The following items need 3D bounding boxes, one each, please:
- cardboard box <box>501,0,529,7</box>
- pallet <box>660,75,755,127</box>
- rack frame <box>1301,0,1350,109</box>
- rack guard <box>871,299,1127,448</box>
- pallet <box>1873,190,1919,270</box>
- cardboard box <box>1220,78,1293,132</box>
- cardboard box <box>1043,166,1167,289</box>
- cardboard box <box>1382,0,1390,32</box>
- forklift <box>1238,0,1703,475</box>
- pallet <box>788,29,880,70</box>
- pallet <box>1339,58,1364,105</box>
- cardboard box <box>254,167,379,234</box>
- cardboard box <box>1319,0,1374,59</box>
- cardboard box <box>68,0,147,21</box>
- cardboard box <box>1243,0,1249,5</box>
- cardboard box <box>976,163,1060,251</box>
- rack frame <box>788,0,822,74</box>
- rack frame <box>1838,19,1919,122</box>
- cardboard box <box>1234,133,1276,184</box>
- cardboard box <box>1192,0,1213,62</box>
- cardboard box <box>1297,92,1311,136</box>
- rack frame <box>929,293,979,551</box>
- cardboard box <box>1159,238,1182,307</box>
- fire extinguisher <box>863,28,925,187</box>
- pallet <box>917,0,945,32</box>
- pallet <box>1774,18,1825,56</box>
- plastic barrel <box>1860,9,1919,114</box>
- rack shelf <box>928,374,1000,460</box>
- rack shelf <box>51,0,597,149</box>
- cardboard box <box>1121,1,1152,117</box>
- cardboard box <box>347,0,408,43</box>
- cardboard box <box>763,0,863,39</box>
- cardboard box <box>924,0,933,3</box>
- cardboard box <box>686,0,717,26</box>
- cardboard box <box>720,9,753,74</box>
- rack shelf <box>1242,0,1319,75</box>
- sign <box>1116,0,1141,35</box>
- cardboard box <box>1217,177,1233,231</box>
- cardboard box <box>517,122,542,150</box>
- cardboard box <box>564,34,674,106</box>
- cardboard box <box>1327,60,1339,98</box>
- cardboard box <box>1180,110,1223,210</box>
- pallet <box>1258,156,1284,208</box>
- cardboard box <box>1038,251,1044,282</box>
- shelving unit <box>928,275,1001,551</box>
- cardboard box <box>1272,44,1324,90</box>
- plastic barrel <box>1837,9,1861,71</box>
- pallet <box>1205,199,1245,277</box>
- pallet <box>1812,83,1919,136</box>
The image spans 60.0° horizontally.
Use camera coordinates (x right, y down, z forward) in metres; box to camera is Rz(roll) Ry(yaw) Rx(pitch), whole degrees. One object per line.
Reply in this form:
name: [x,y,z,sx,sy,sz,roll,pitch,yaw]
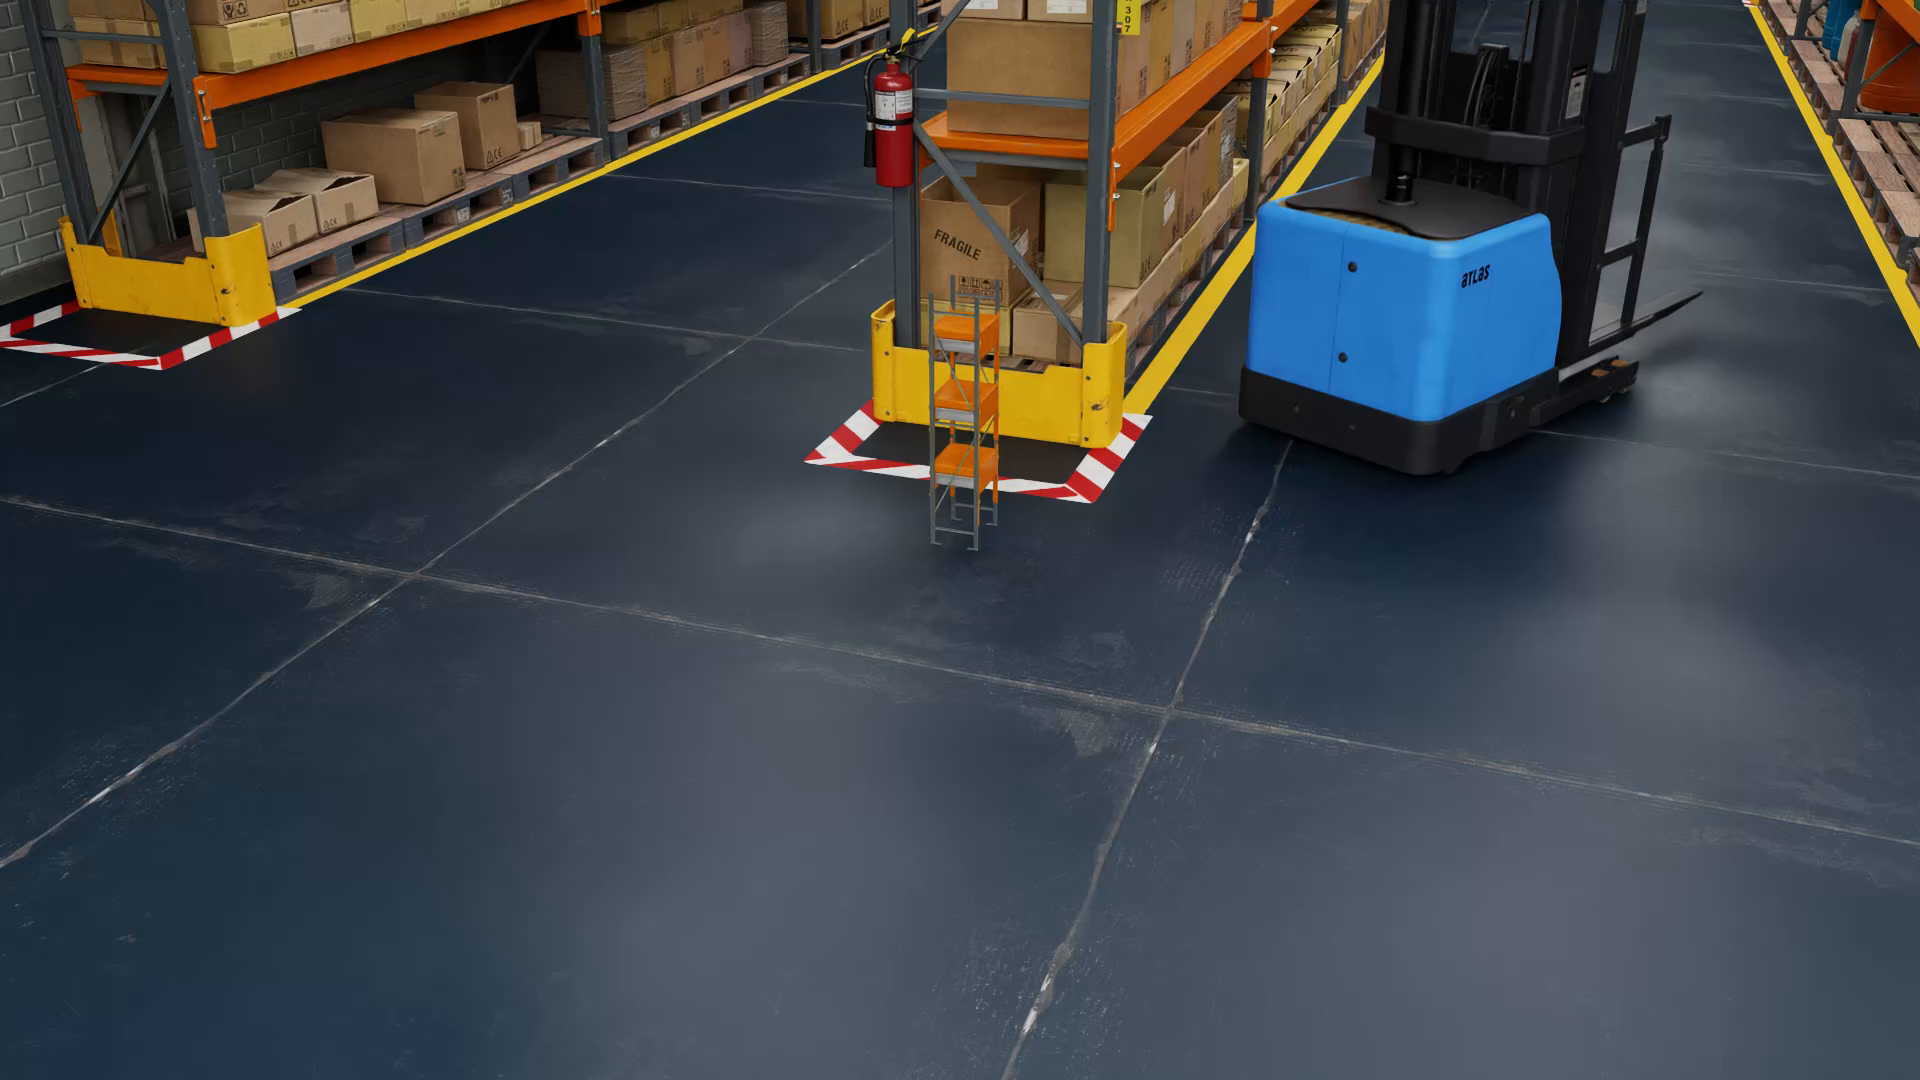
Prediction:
cardboard box: [-3.204,-3.786,11.277,0.500,0.250,0.500,9,27,18]
pallet: [-2.496,-3.855,14.470,1.003,0.211,1.213,9,27,17]
rack frame: [2.845,-5.214,14.076,1.000,3.000,0.127,9,27,17]
rack guard: [0.175,-0.791,7.811,1.175,0.500,0.348,9,27,17]
pallet: [6.409,-1.923,10.480,1.003,0.211,1.213,9,27,17]
cardboard box: [2.058,-3.113,11.766,0.500,0.311,0.500,8,27,17]
cardboard box: [0.736,-1.609,8.444,0.500,0.500,0.500,9,27,17]
cardboard box: [4.110,-5.484,16.999,0.500,0.500,0.500,9,27,18]
forklift: [2.721,-2.134,7.794,3.031,2.935,1.130,-22,34,-38]
pallet: [-1.494,-4.989,16.811,1.003,0.211,1.213,9,27,17]
pallet: [3.129,-4.260,15.306,1.003,0.211,1.213,9,27,17]
cardboard box: [-3.985,-2.136,10.301,0.500,0.311,0.500,11,28,22]
cardboard box: [3.607,-4.854,15.696,0.500,0.500,0.500,8,27,17]
cardboard box: [-4.533,-3.147,9.096,0.500,0.500,0.500,8,27,17]
cardboard box: [1.637,-3.711,11.145,0.500,0.250,0.500,11,28,21]
cardboard box: [0.400,-1.892,9.028,0.500,0.500,0.500,9,27,17]
rack frame: [-1.827,-5.931,15.557,1.000,3.000,0.127,9,27,17]
rack frame: [7.515,-4.494,12.590,1.000,3.000,0.127,9,27,17]
cardboard box: [1.882,-2.651,11.457,0.500,0.250,0.500,8,27,16]
cardboard box: [1.032,-3.008,9.407,0.700,0.500,0.500,9,27,18]
cardboard box: [2.393,-3.283,12.763,0.500,0.250,0.500,9,27,18]
rack frame: [-0.023,-0.444,6.463,0.200,1.050,0.008,9,27,17]
cardboard box: [0.901,-1.477,9.032,0.500,0.250,0.500,9,27,17]
fire extinguisher: [-0.294,-1.910,7.342,0.296,0.674,0.183,9,27,17]
pallet: [-0.682,-5.991,18.882,1.003,0.211,1.213,9,27,17]
pallet: [9.054,-5.191,17.228,1.003,0.211,1.213,9,27,17]
plastic barrel: [7.662,-3.910,13.391,0.600,0.830,0.708,9,27,17]
rack shelf: [0.018,-0.485,6.571,0.215,0.259,0.240,9,27,17]
rack shelf: [-3.824,-3.141,10.621,1.077,0.370,4.000,9,27,17]
cardboard box: [0.521,-2.378,8.104,0.700,0.500,0.500,9,27,19]
cardboard box: [-3.693,-3.163,9.990,0.500,0.250,0.500,8,27,17]
cardboard box: [-1.459,-5.435,16.519,0.750,0.750,0.750,8,27,17]
cardboard box: [-0.590,-6.510,18.738,0.750,0.750,0.750,9,27,18]
cardboard box: [-2.433,-4.600,14.313,0.500,0.250,0.500,9,27,17]
cardboard box: [-2.299,-4.505,14.977,0.700,0.500,0.500,9,27,17]
rack shelf: [2.180,-4.068,12.536,1.077,0.370,4.000,9,27,17]
sign: [0.705,-2.269,6.909,0.100,0.325,0.005,9,27,17]
cardboard box: [1.390,-2.095,10.309,0.500,0.250,0.500,9,27,17]
cardboard box: [-3.308,-2.985,12.220,0.380,0.166,0.250,5,26,11]
cardboard box: [-2.805,-3.884,13.694,0.700,0.500,0.500,8,27,16]
cardboard box: [2.900,-3.914,14.064,0.500,0.250,0.500,9,27,19]
cardboard box: [1.226,-2.227,9.720,0.500,0.500,0.500,9,27,17]
pallet: [1.723,-2.623,11.926,1.003,0.211,1.213,9,27,17]
cardboard box: [0.238,-1.348,8.766,0.500,0.250,0.500,9,27,17]
shelving unit: [0.018,-0.495,6.567,0.215,1.050,0.252,9,27,17]
cardboard box: [2.566,-3.745,13.073,0.500,0.311,0.500,9,27,17]
plastic barrel: [8.141,-4.476,14.925,0.421,0.512,0.421,0,26,0]
pallet: [1.210,-1.994,10.627,1.003,0.211,1.213,9,27,17]
pallet: [7.738,-3.569,13.879,1.003,0.211,1.213,9,27,17]
